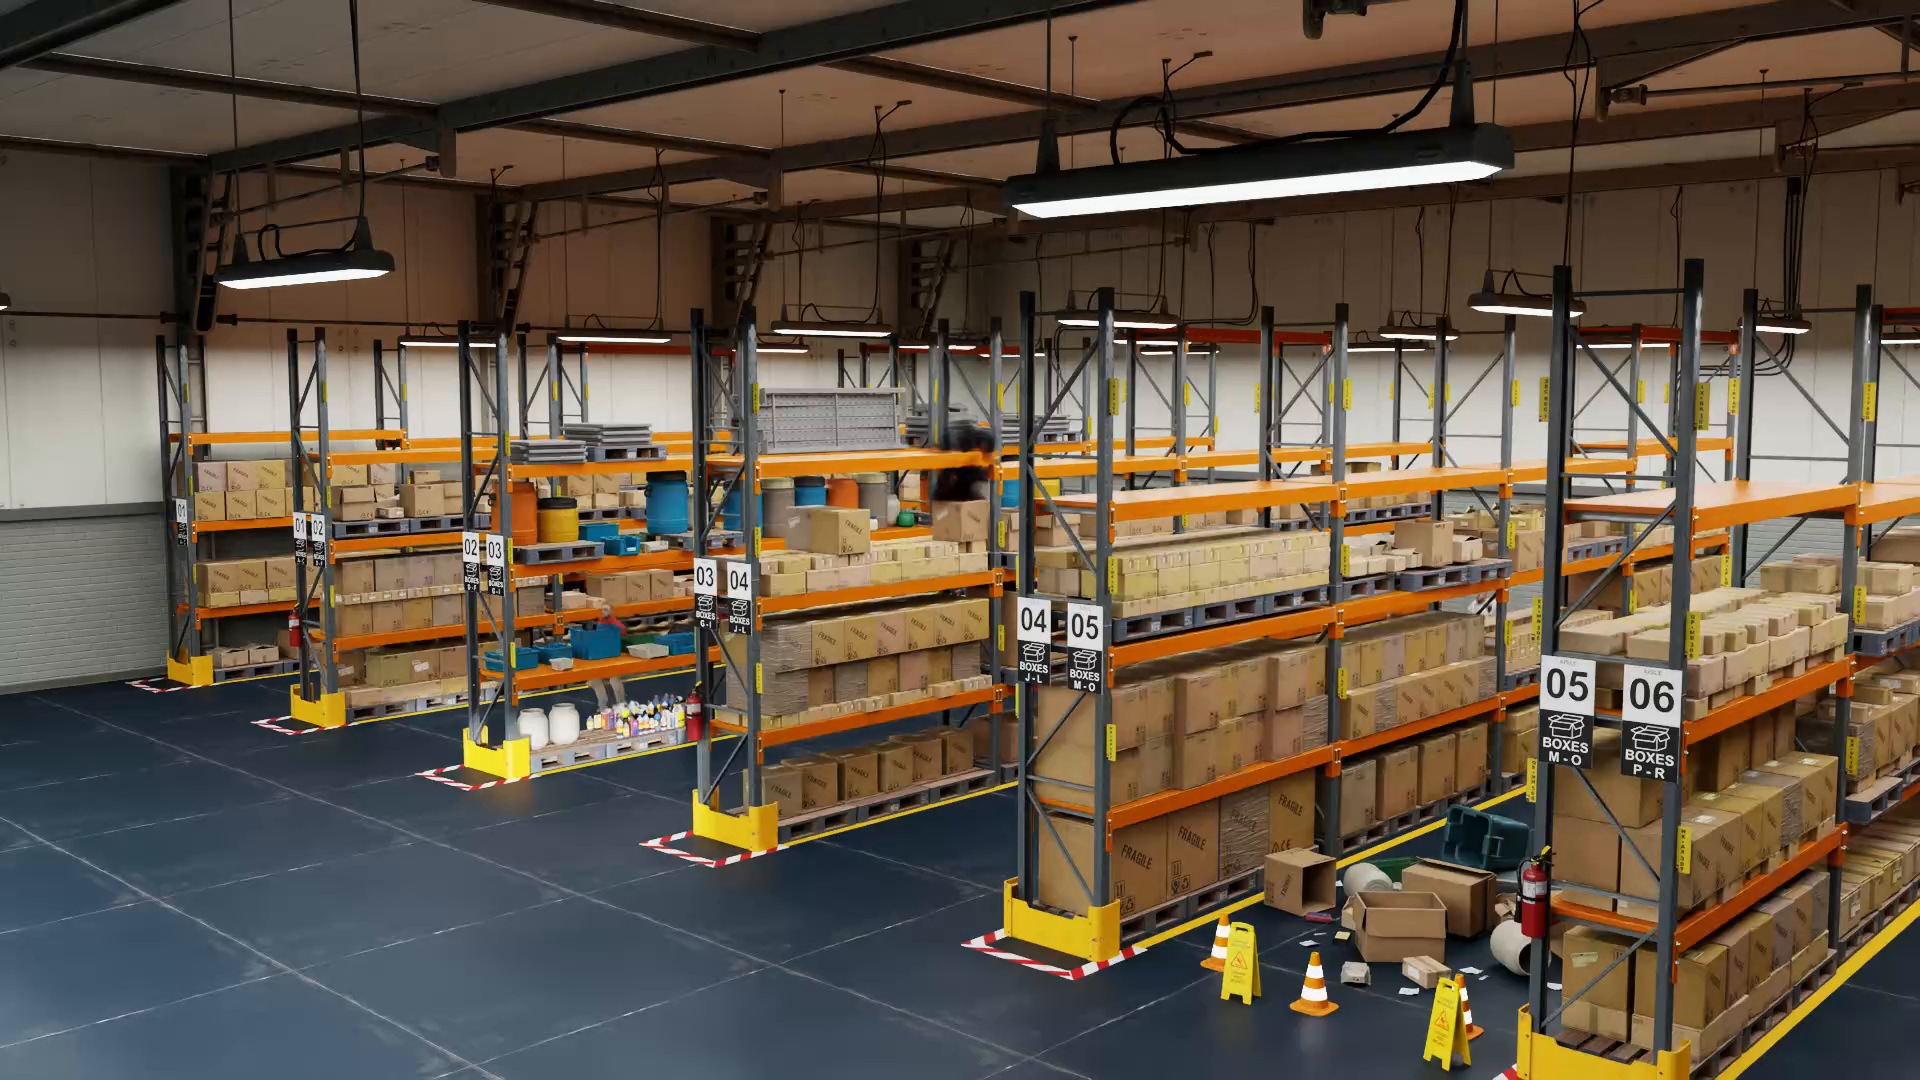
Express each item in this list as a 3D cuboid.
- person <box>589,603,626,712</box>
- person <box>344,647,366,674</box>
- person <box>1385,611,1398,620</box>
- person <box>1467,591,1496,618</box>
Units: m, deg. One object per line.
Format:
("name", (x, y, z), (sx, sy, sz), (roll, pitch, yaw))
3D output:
("person", (-5.543, 1.866, 26.119), (0.637, 1.753, 0.729), (2, 6, 21))
("person", (-10.220, 1.725, 28.096), (0.555, 1.609, 0.530), (4, 7, 37))
("person", (6.717, 1.958, 26.006), (0.523, 1.517, 0.831), (4, 6, 34))
("person", (9.097, 1.624, 28.753), (0.707, 1.732, 0.862), (3, 6, 27))
